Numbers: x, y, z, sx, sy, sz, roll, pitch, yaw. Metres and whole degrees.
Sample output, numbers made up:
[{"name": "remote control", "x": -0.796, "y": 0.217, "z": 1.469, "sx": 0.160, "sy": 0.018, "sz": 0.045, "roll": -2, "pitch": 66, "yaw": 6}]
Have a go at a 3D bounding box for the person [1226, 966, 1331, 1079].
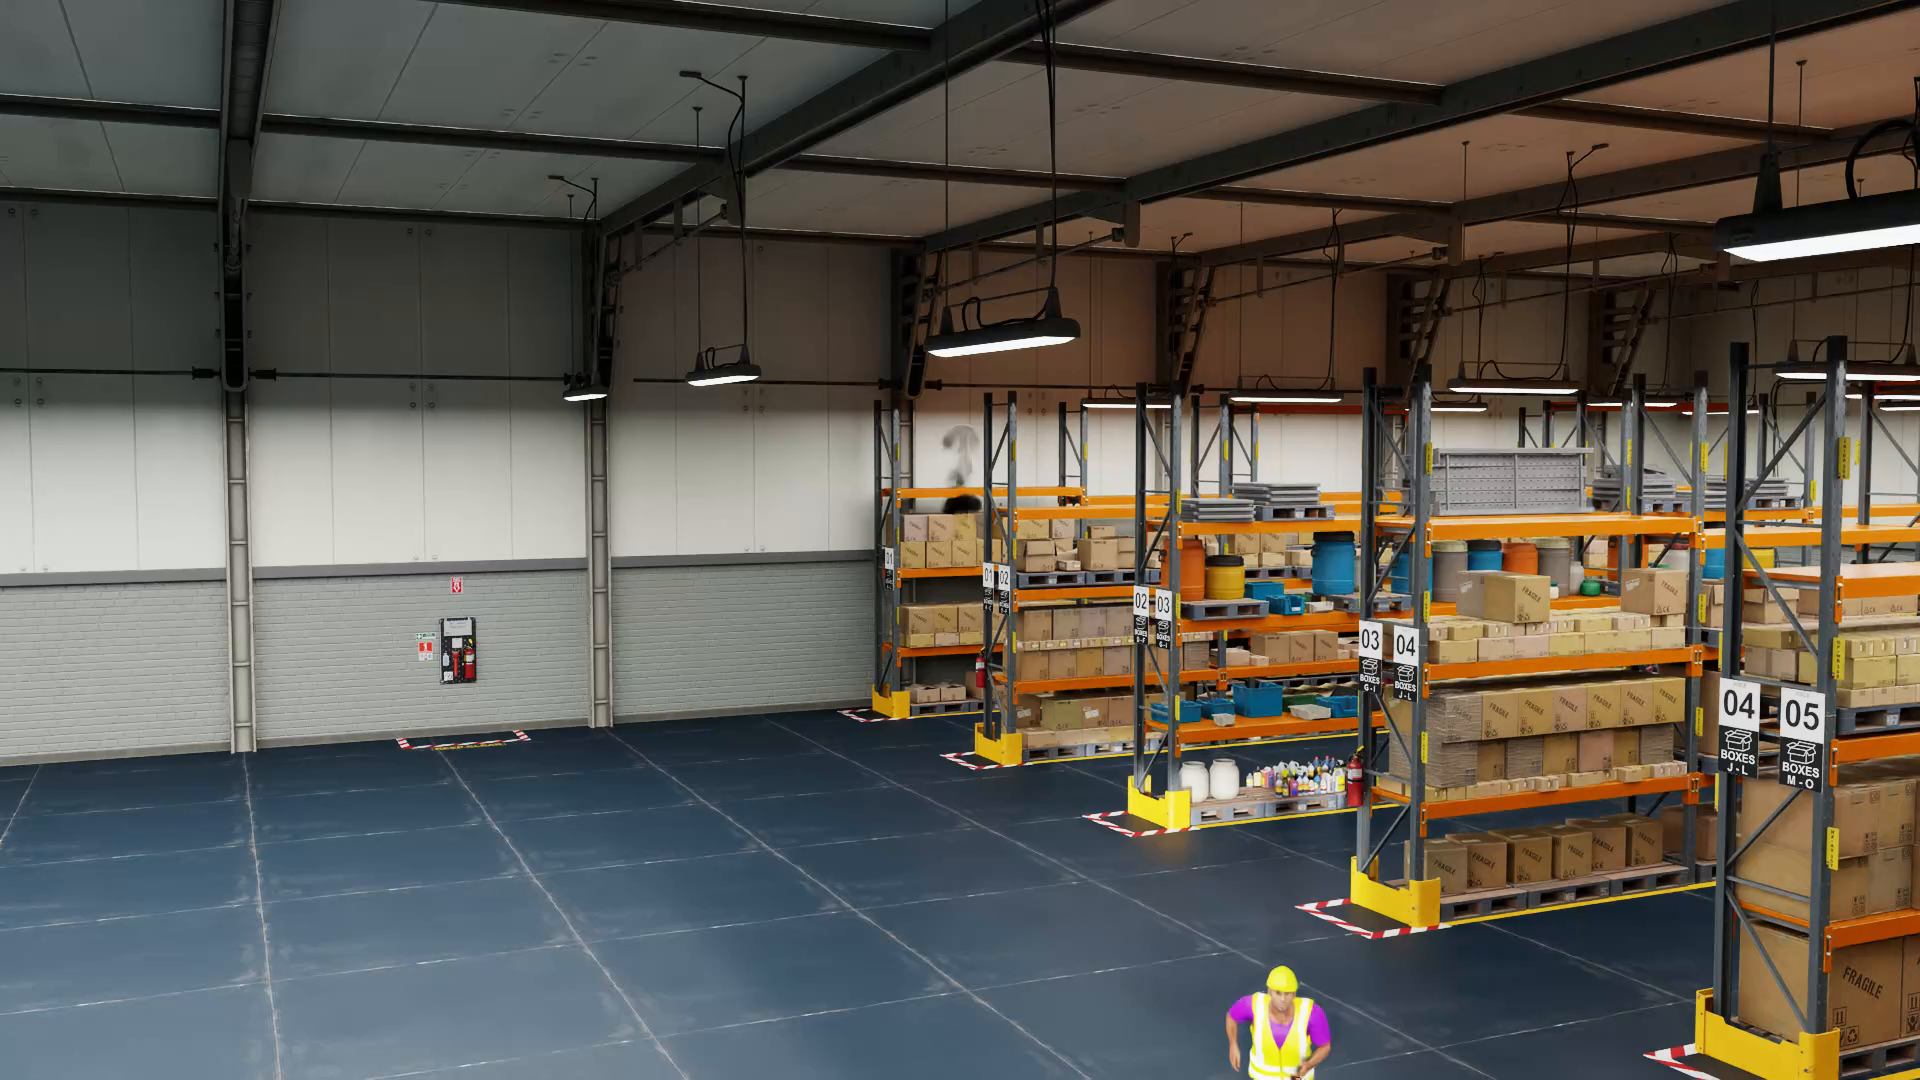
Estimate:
[{"name": "person", "x": 2.158, "y": 3.676, "z": 11.275, "sx": 0.688, "sy": 1.685, "sz": 0.733, "roll": 0, "pitch": 3, "yaw": 6}]
